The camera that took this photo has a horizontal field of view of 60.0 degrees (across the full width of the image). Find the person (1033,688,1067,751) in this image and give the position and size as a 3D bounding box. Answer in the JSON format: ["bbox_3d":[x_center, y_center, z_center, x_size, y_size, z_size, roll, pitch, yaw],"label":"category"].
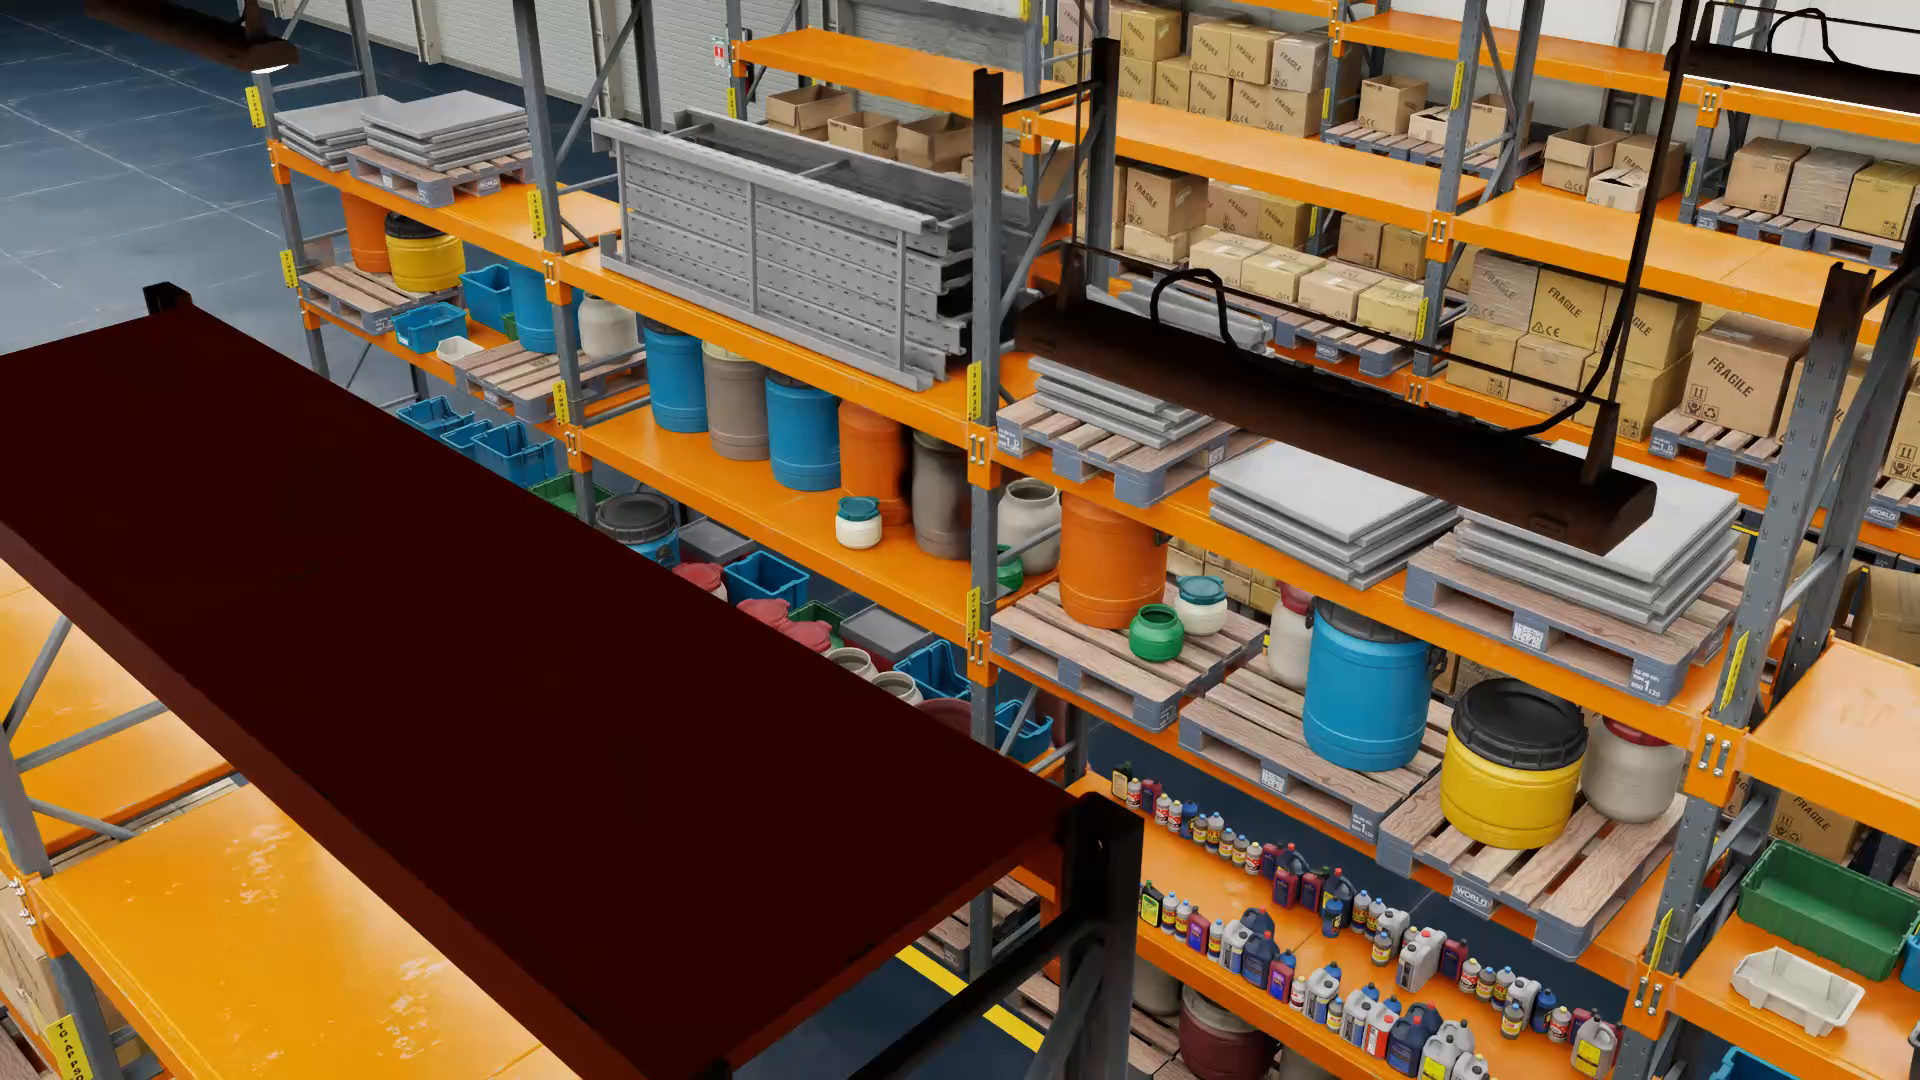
[{"bbox_3d":[0.740,1.098,12.575,0.725,1.724,0.550,23,37,35],"label":"person"}]
